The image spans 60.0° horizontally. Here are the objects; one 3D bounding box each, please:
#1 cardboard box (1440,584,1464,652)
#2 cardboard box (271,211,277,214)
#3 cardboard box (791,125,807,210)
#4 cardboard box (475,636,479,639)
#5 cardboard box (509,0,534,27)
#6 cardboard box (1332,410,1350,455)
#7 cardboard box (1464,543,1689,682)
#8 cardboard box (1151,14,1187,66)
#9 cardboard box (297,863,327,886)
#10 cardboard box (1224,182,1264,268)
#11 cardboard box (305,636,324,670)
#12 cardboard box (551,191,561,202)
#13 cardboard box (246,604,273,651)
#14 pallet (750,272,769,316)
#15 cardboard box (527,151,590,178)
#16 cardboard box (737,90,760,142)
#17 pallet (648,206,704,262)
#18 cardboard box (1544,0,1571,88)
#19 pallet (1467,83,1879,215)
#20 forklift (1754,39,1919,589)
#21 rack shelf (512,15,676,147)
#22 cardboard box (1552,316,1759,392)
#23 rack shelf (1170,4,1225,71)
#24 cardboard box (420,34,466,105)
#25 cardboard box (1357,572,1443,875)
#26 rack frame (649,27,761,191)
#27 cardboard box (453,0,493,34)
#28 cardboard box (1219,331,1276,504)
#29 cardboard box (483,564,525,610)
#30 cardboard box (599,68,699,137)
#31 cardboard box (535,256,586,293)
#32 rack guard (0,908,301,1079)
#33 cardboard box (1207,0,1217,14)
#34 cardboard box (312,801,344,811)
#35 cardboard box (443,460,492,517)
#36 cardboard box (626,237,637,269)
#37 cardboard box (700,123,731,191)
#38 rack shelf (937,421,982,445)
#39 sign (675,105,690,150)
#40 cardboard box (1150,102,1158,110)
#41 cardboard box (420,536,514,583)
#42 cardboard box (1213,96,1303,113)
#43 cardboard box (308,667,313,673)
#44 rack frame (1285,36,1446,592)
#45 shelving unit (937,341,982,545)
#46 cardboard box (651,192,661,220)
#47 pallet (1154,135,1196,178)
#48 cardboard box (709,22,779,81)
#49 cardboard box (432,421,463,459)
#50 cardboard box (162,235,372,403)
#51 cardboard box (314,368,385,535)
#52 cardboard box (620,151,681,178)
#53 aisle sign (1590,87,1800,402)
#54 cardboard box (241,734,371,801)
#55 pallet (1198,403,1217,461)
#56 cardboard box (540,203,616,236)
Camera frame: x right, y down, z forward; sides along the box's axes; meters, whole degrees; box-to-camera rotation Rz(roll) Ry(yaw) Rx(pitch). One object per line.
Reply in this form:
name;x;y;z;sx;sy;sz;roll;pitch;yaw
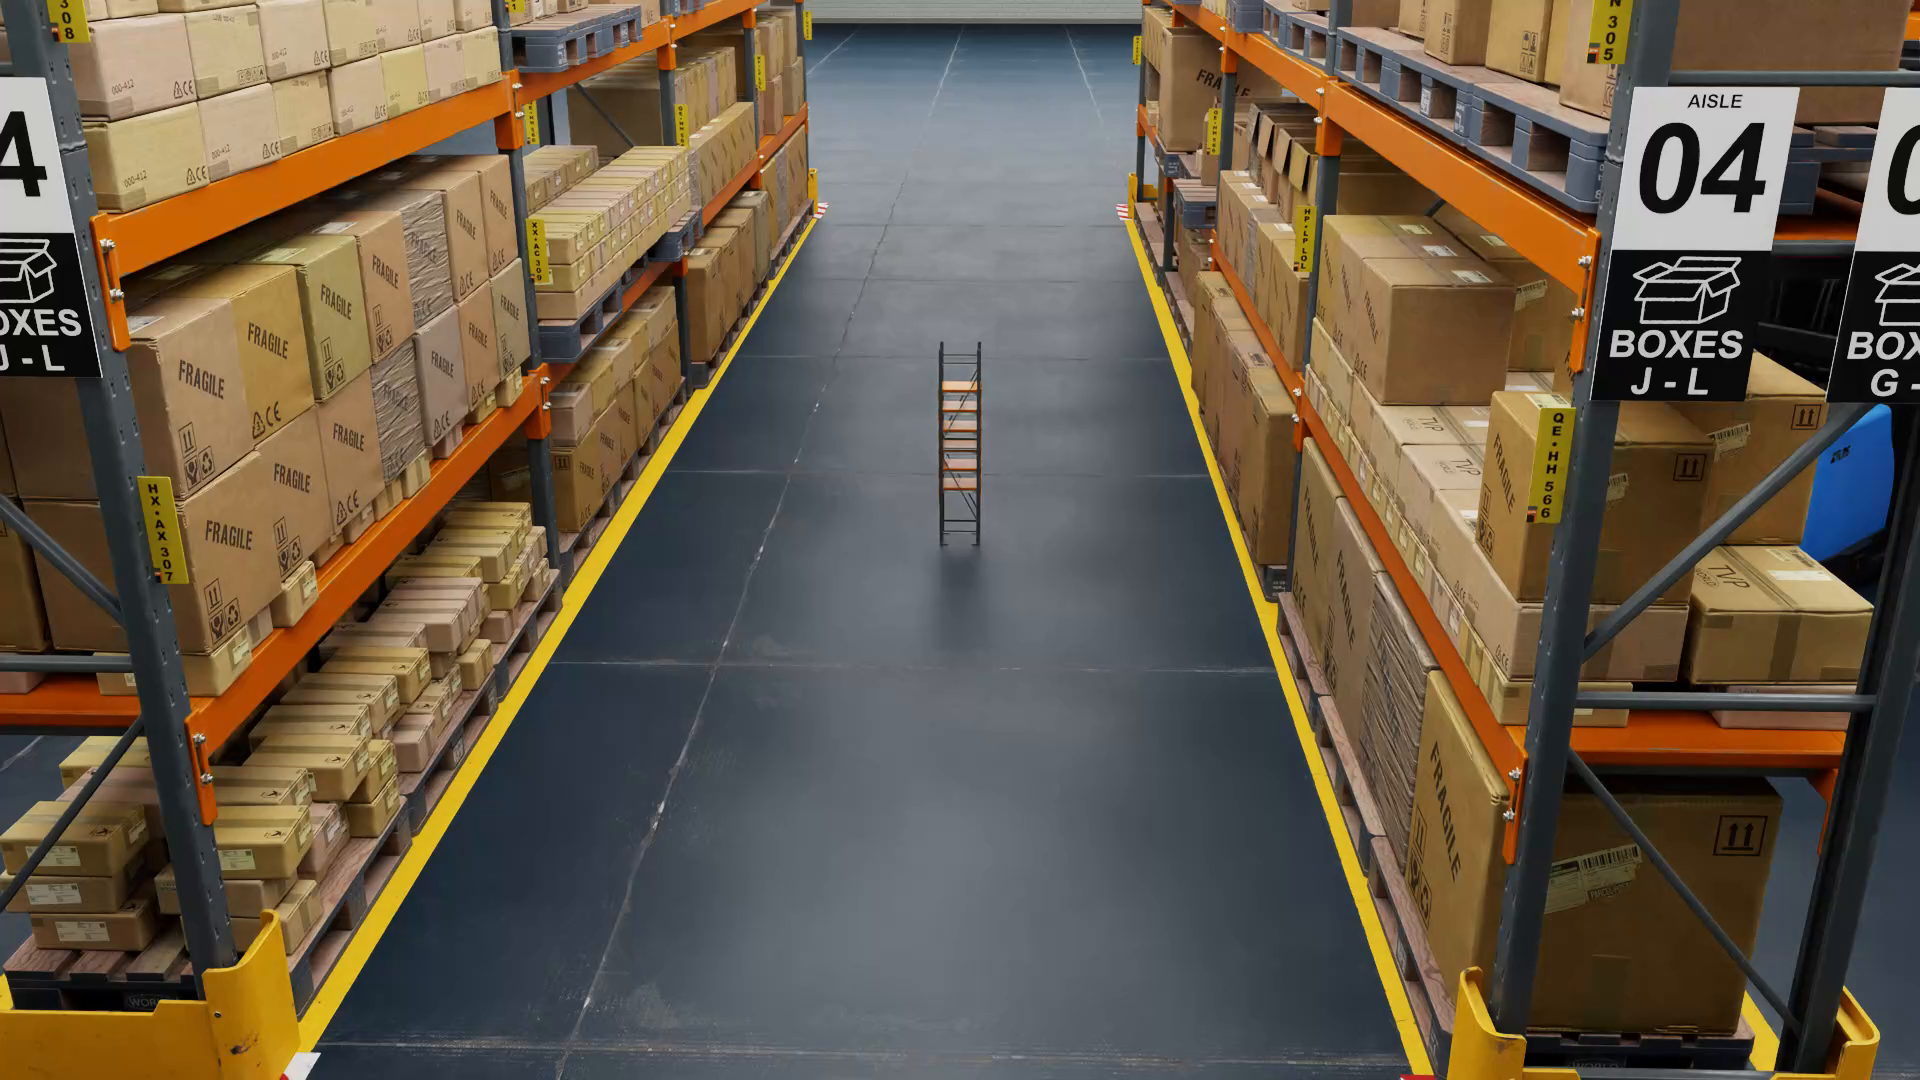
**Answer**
cardboard box;1.828;0.262;5.553;0.380;0.149;0.250;1;21;2
cardboard box;-3.006;-1.196;7.033;0.500;0.500;0.500;1;21;3
cardboard box;-2.291;-4.373;19.508;0.875;0.875;0.875;1;21;2
cardboard box;-2.537;0.488;7.986;0.380;0.149;0.250;0;21;0
cardboard box;-2.580;-2.851;8.365;0.700;0.500;0.500;1;21;2
cardboard box;1.890;-0.478;7.461;0.380;0.149;0.250;0;21;0
cardboard box;1.881;0.216;5.122;0.500;0.250;0.500;0;21;1
cardboard box;2.284;-5.235;17.444;0.500;0.500;0.500;1;21;2
cardboard box;-2.561;1.224;6.089;0.380;0.149;0.250;1;21;1
cardboard box;2.075;-2.117;11.200;0.500;0.500;0.500;0;21;0
cardboard box;-2.992;0.468;7.213;0.380;0.149;0.250;1;21;2
cardboard box;-2.822;-2.190;10.881;0.380;0.149;0.250;1;21;2
cardboard box;-2.519;0.283;5.501;0.380;0.149;0.250;1;21;4
pallet;-2.406;-2.387;15.890;1.003;0.211;1.213;1;21;2
cardboard box;-2.793;-2.615;11.565;0.380;0.149;0.250;0;21;0
cardboard box;-2.459;-4.171;16.423;0.875;0.550;0.550;1;21;2
pallet;-2.495;-2.173;11.747;1.213;0.211;1.003;1;21;2
cardboard box;2.231;-1.615;5.042;0.700;0.500;0.500;0;21;0
pallet;2.144;-1.163;4.854;1.003;0.211;1.213;1;21;2
forklift;5.216;-1.397;9.577;3.031;2.935;1.130;-17;27;-37
rack shelf;-2.641;-2.861;10.103;1.077;0.370;4.000;1;21;2
cardboard box;2.441;-0.494;5.916;0.500;0.500;0.500;0;21;0
rack shelf;2.436;-4.216;13.595;1.077;0.370;4.000;1;21;2
cardboard box;-2.473;-2.042;7.206;0.500;0.250;0.500;1;21;1
cardboard box;2.099;0.696;6.444;0.875;0.875;0.875;1;21;2
rack frame;-2.458;-3.967;16.106;1.000;3.000;0.127;1;21;2
cardboard box;-2.461;-2.466;7.608;0.500;0.250;0.500;0;21;-1
cardboard box;2.279;-0.743;10.155;1.225;0.875;0.875;0;21;0
cardboard box;-2.380;0.233;8.232;0.380;0.149;0.250;0;21;0
cardboard box;-2.529;-3.564;13.548;0.700;0.500;0.500;0;21;1
cardboard box;-2.230;-1.429;8.921;0.380;0.149;0.250;1;21;2
rack guard;-2.821;1.510;5.447;1.175;0.500;0.348;1;21;2
cardboard box;2.146;-4.112;12.541;0.500;0.250;0.500;1;21;1
cardboard box;-2.567;0.992;6.275;0.380;0.149;0.250;1;21;2
cardboard box;-2.931;-0.375;9.725;0.500;0.500;0.500;0;21;1
cardboard box;-2.195;-1.763;10.192;0.380;0.149;0.250;0;21;1
cardboard box;-2.251;-3.273;14.180;0.500;0.500;0.500;0;21;1
rack shelf;0.000;-0.635;9.798;0.258;0.103;0.180;1;21;2
sign;-2.037;-3.021;12.177;0.100;0.325;0.005;1;21;2
cardboard box;2.335;-4.834;18.687;0.380;0.149;0.250;1;21;2
cardboard box;-2.421;0.096;8.173;0.380;0.149;0.250;0;21;1
cardboard box;2.536;-3.492;14.159;0.797;0.503;0.637;3;21;7
cardboard box;-3.068;0.605;7.273;0.380;0.149;0.250;1;21;2
rack frame;2.253;-0.983;8.417;1.000;3.000;0.127;1;21;2
shelving unit;0.000;-0.565;9.825;0.258;1.200;0.189;1;21;2
cardboard box;-2.170;-2.182;10.862;0.380;0.149;0.250;0;21;1
pallet;2.328;-3.512;15.198;1.003;0.211;1.213;1;21;2
cardboard box;-2.358;-5.067;17.242;0.875;0.550;0.550;1;21;2
cardboard box;-2.454;-0.470;7.440;0.380;0.149;0.250;0;21;-1
cardboard box;-2.497;-0.809;6.037;0.500;0.500;0.500;0;21;0
cardboard box;-2.515;-0.344;6.218;0.500;0.500;0.500;1;21;2
cardboard box;-2.146;-2.604;11.537;0.380;0.149;0.250;0;21;1
aisle sign;1.829;-0.726;4.161;0.394;0.787;0.004;1;21;2
cardboard box;-2.444;0.851;6.226;0.380;0.149;0.250;1;21;1
pallet;2.275;-0.845;11.916;1.003;0.211;1.213;1;21;2
cardboard box;-2.207;-1.852;9.599;0.380;0.149;0.250;0;21;1
